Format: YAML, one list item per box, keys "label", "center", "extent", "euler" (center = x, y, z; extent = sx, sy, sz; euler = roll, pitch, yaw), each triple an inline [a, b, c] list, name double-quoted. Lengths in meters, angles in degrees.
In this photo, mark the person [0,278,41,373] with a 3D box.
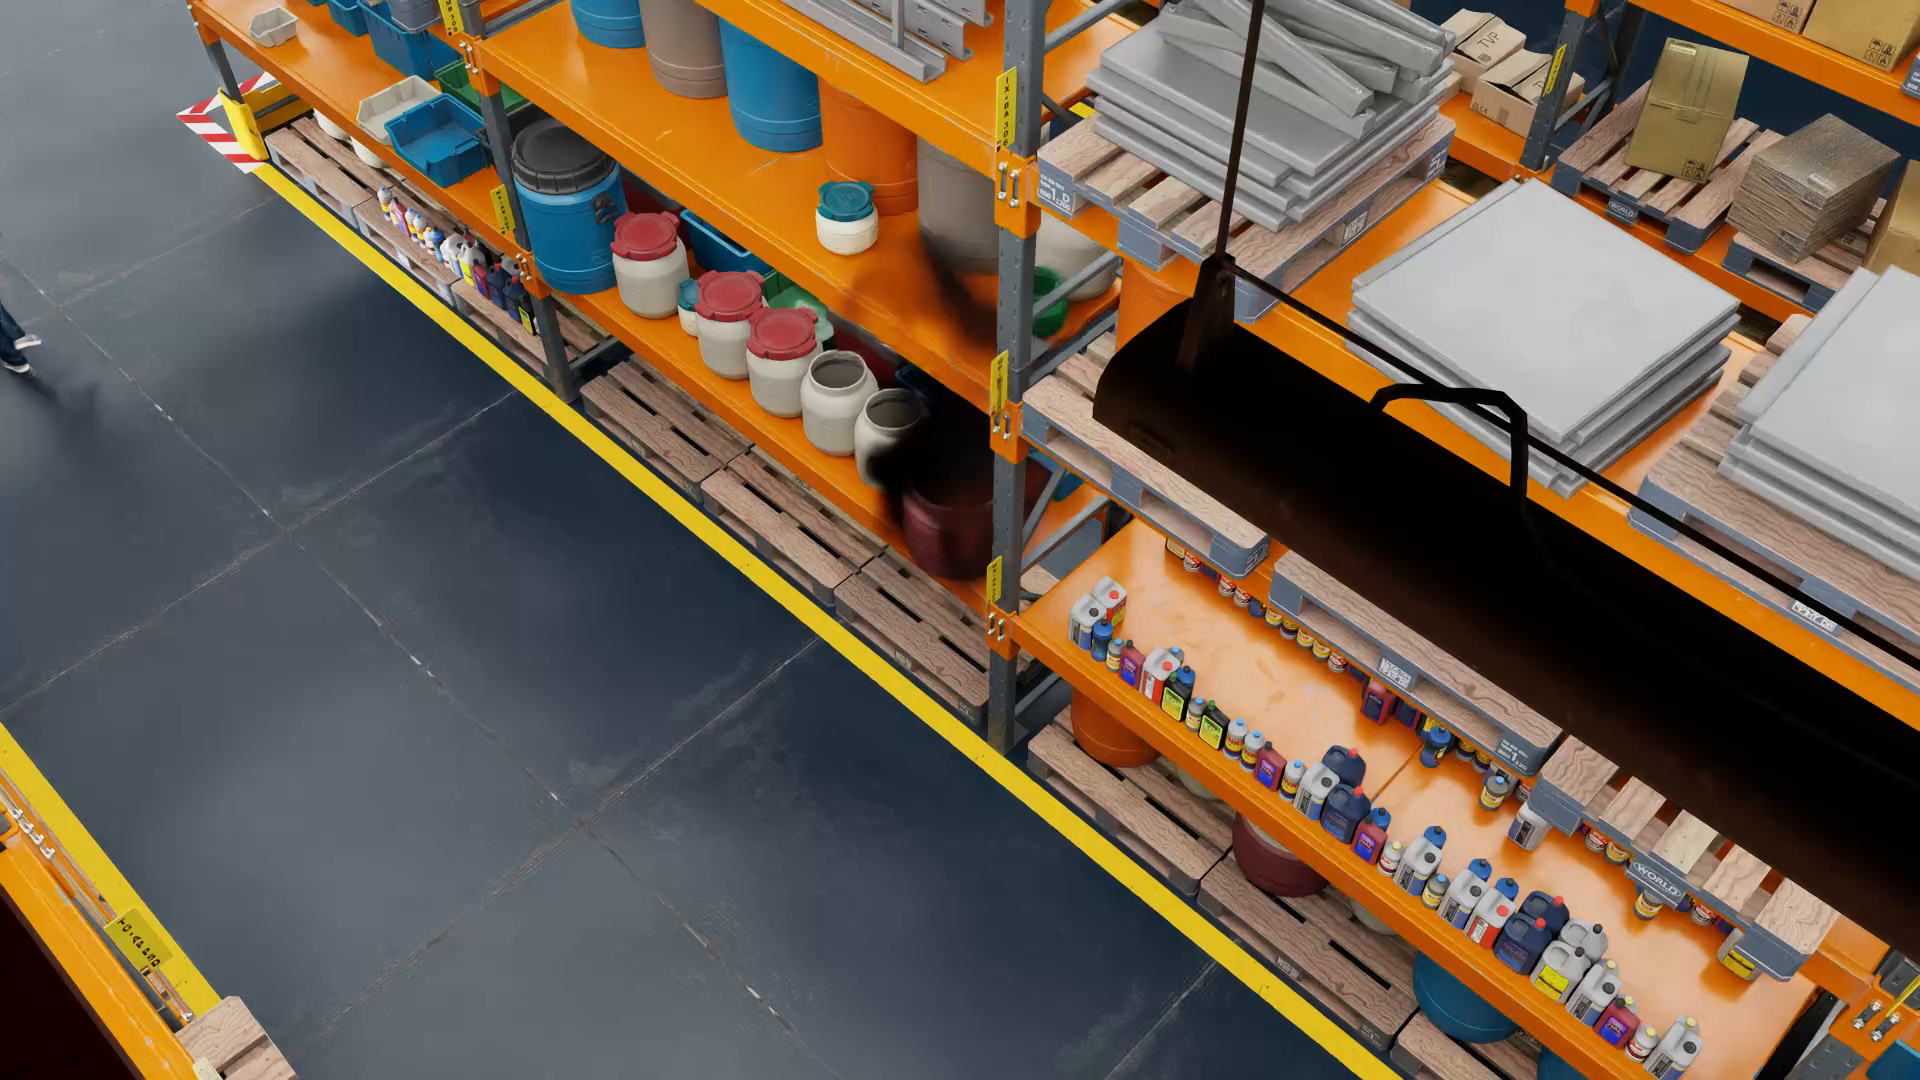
- label: "person"
  center: [-6.586, -1.715, 10.827]
  extent: [0.547, 1.535, 0.545]
  euler: [36, 59, 26]
